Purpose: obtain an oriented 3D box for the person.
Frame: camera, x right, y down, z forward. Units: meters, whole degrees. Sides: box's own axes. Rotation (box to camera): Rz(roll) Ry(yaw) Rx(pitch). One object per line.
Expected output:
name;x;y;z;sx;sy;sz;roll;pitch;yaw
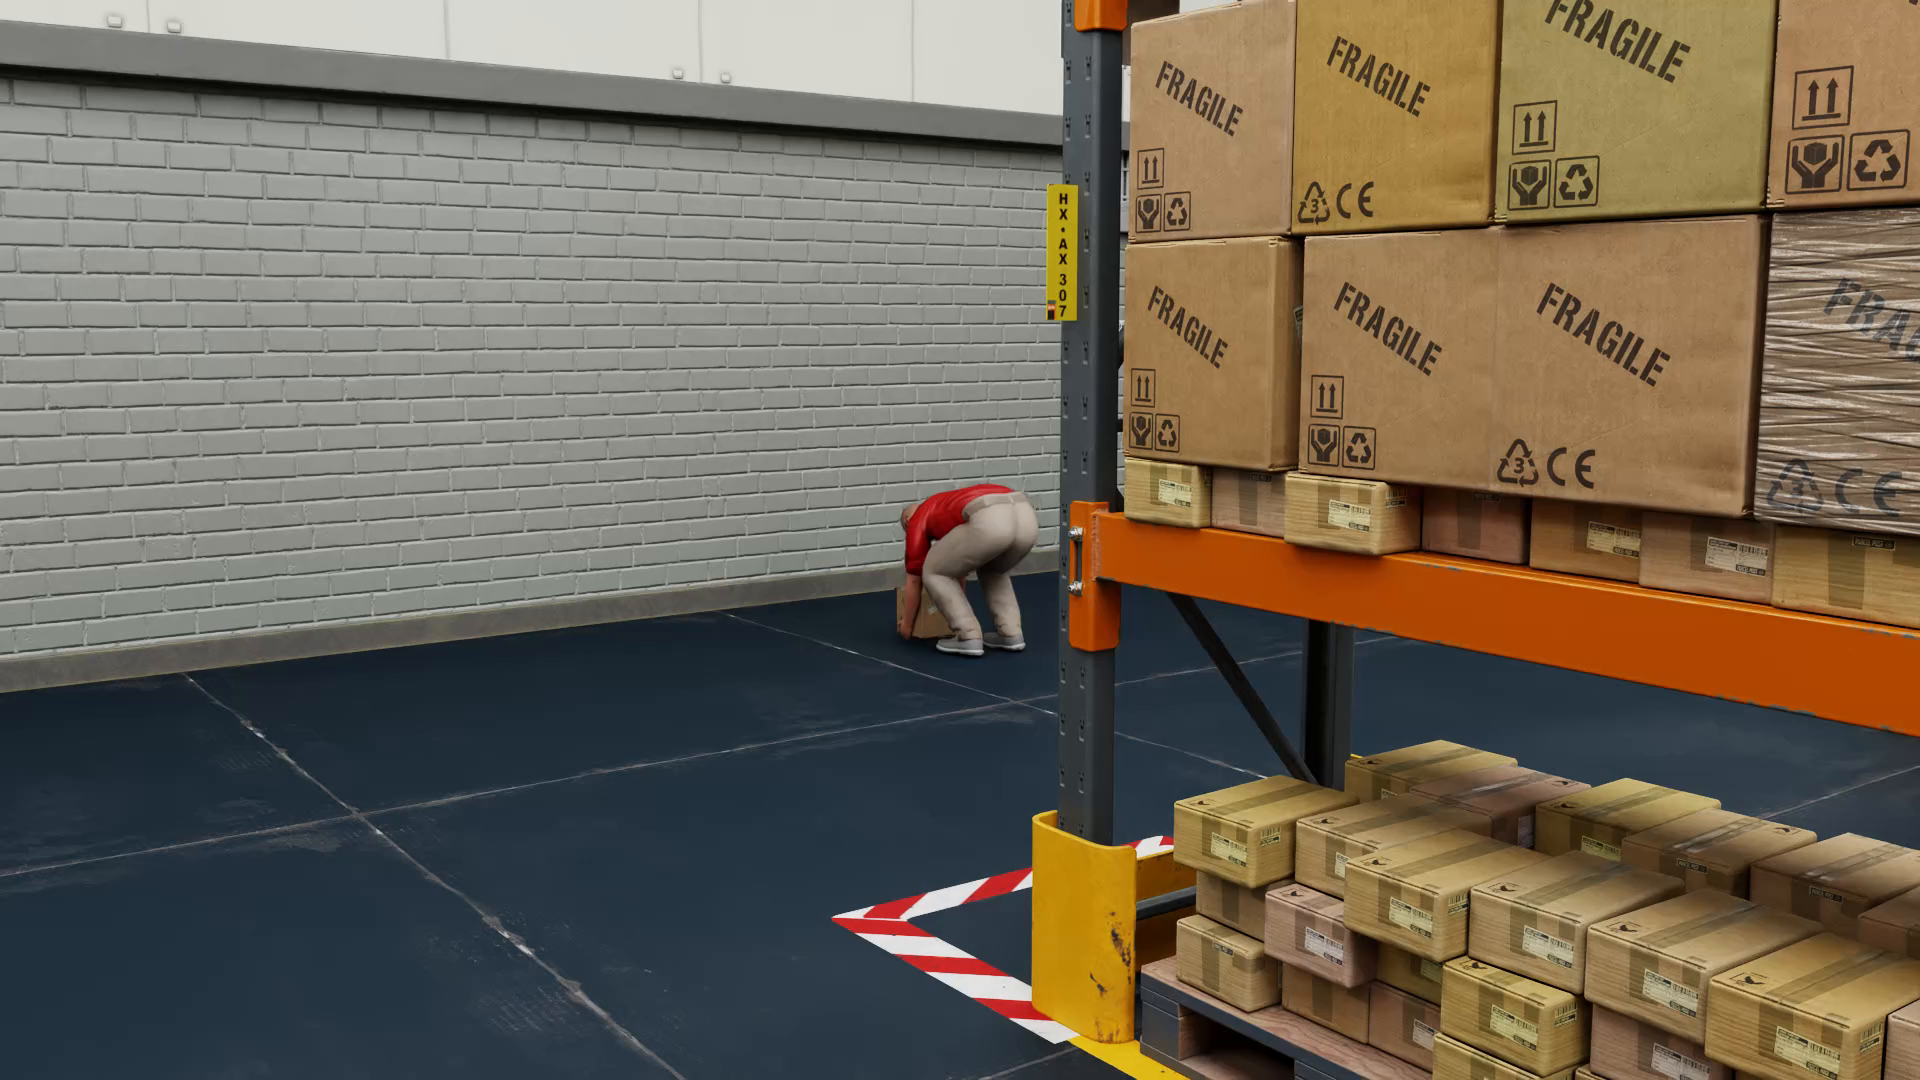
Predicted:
person;0.117;-0.257;8.758;0.594;1.725;0.393;-6;10;-39
